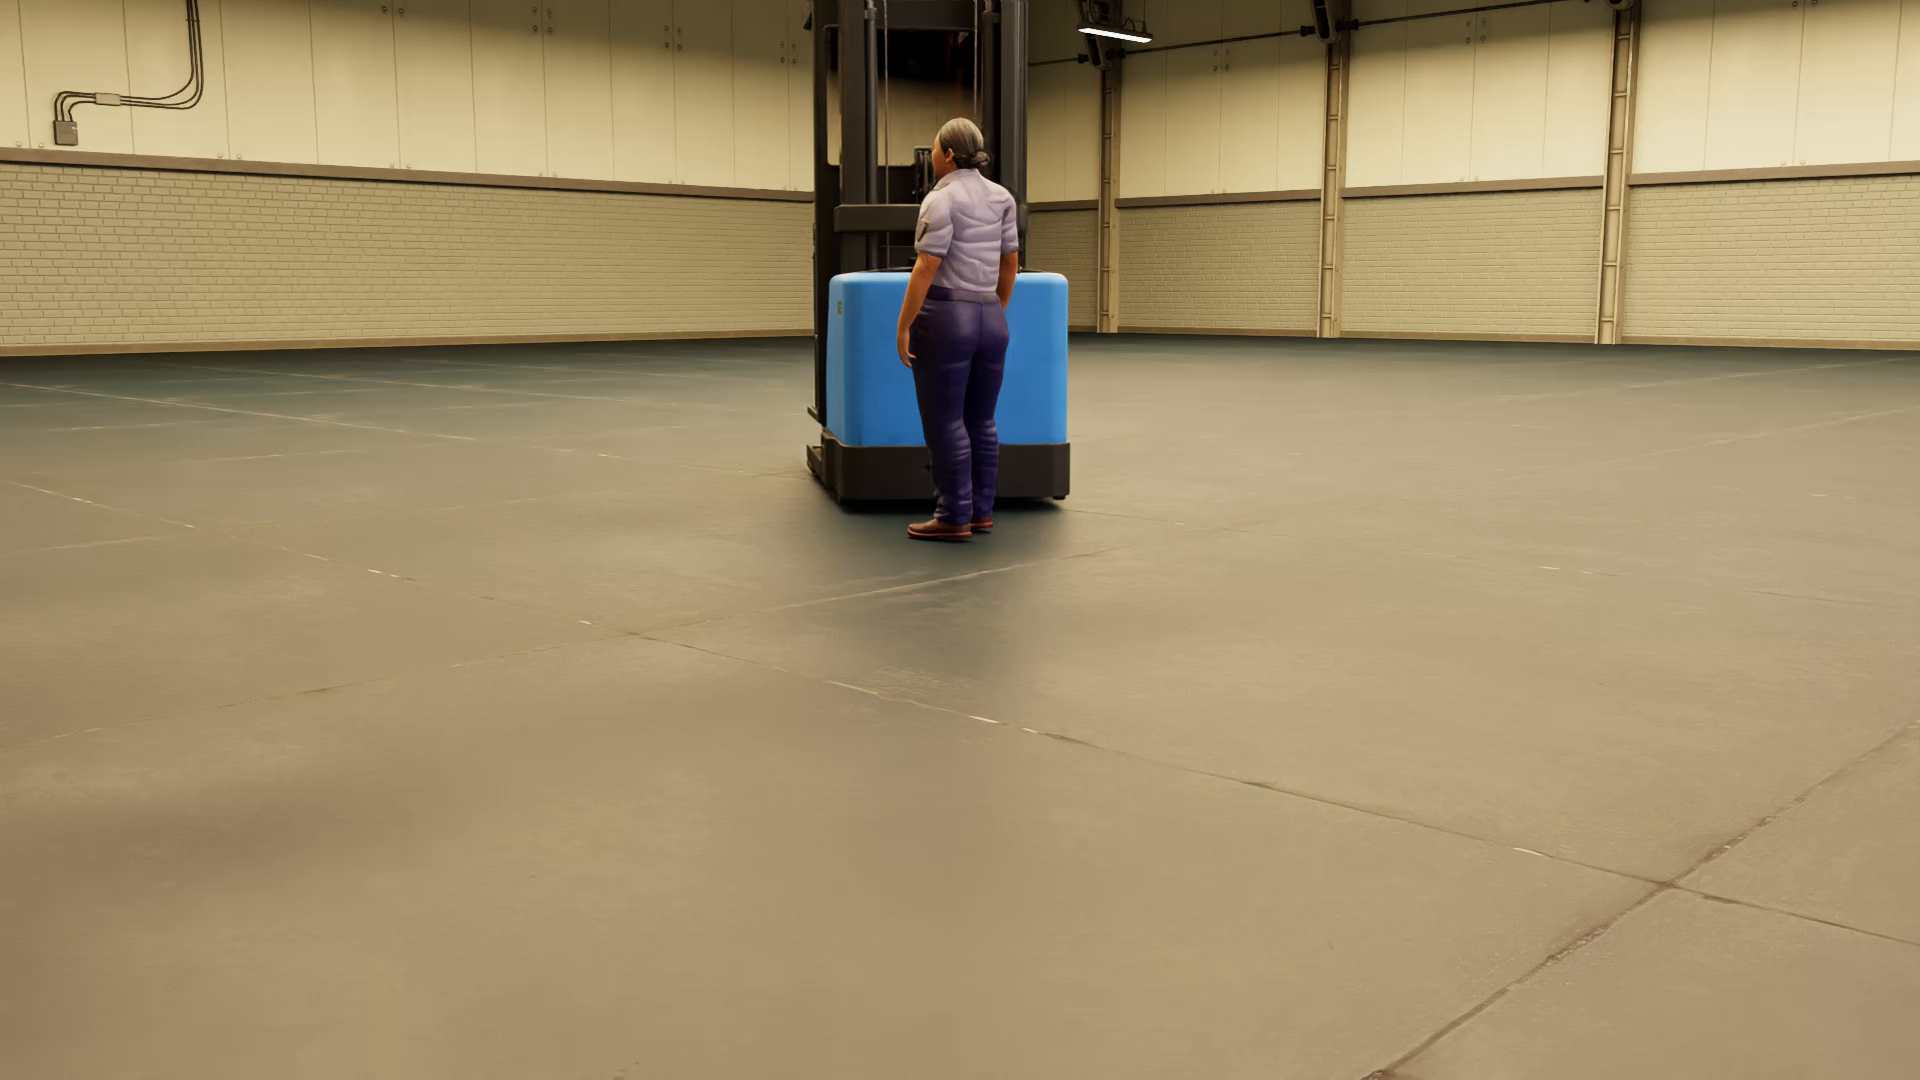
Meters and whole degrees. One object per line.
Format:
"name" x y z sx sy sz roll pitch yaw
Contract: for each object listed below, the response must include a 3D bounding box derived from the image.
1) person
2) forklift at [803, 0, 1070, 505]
"person" -0.058 -0.831 6.667 0.501 1.651 0.611 8 12 44
"forklift" -0.240 -1.787 8.743 1.130 2.935 3.031 -1 9 -9
